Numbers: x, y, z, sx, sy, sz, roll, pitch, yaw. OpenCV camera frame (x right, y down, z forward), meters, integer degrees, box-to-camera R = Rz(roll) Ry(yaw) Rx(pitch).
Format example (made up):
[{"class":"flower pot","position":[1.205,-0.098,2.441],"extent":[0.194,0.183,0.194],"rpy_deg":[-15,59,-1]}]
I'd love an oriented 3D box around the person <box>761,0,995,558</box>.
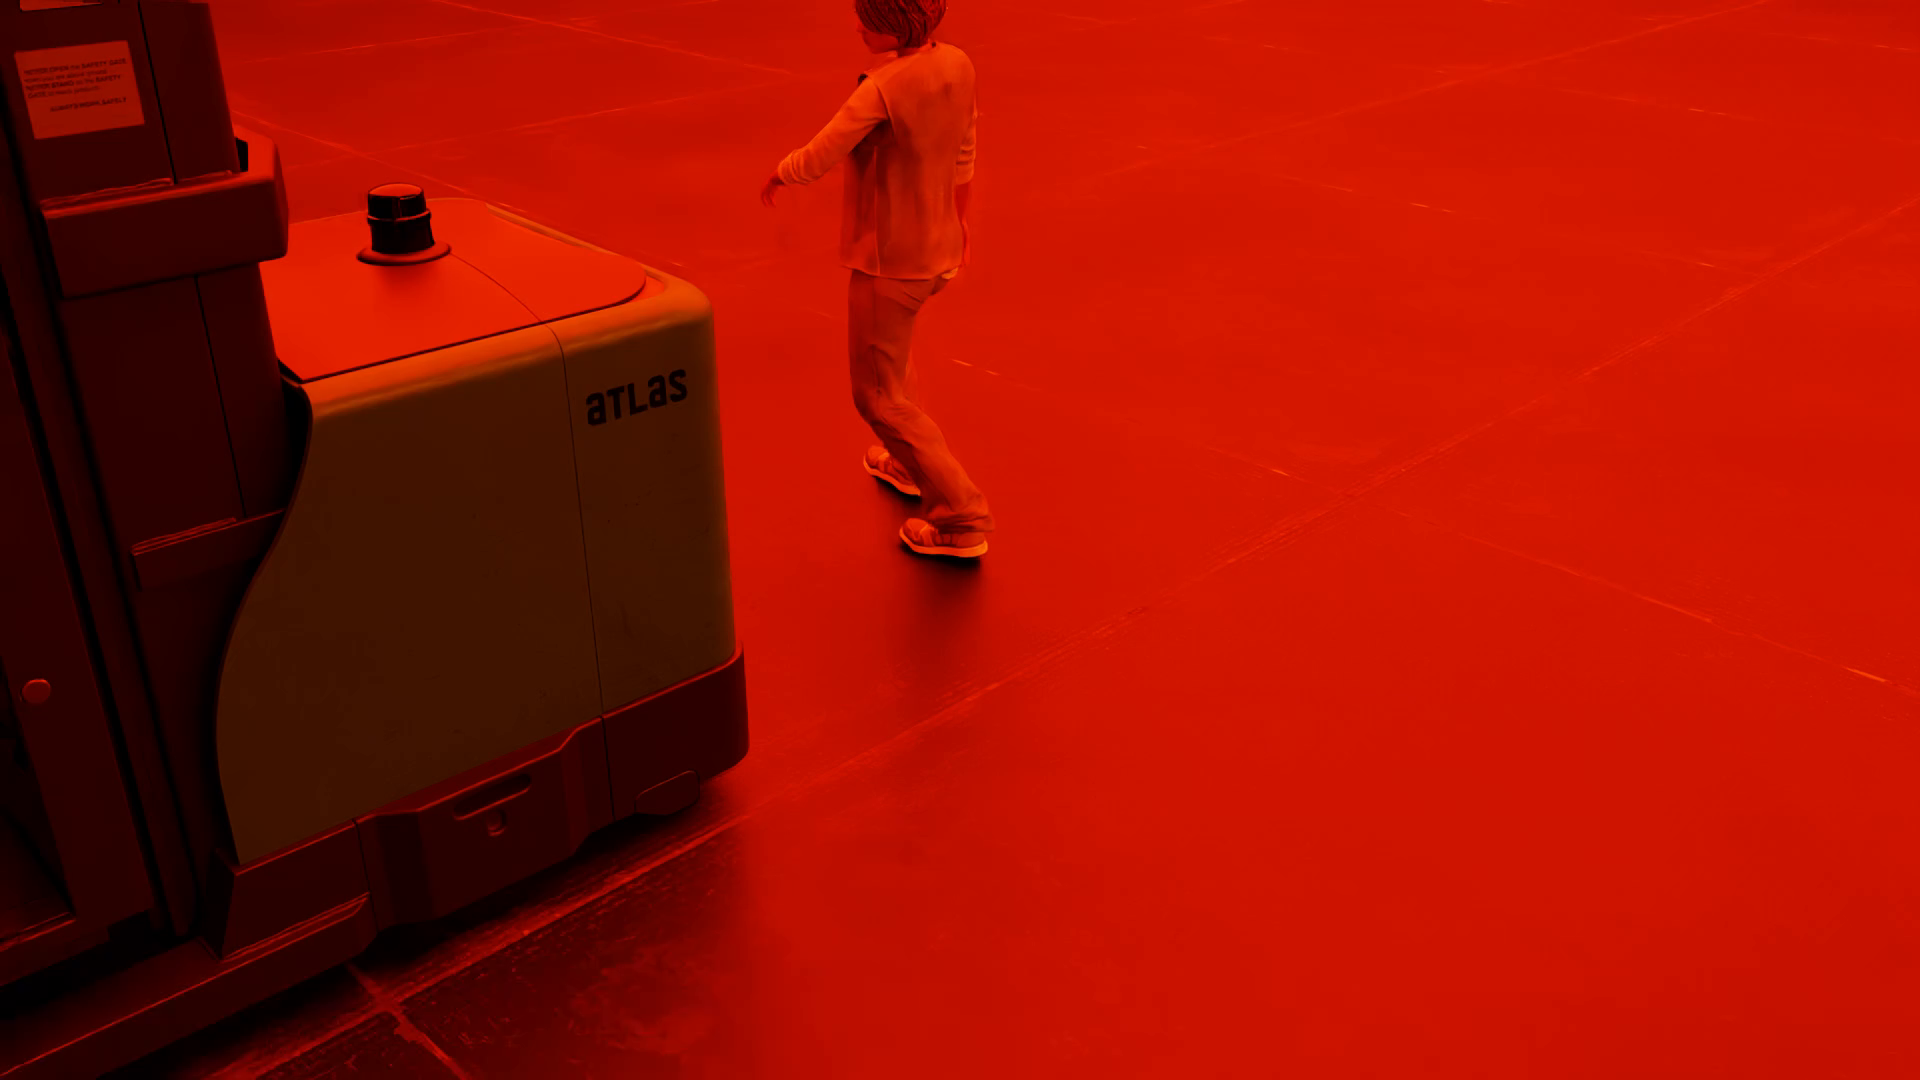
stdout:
[{"class":"person","position":[-0.160,-0.770,4.391],"extent":[0.757,1.516,0.575],"rpy_deg":[13,29,24]}]

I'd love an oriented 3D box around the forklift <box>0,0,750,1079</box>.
[{"class":"forklift","position":[-1.867,-0.529,2.293],"extent":[3.031,2.935,1.130],"rpy_deg":[-22,34,-37]}]
